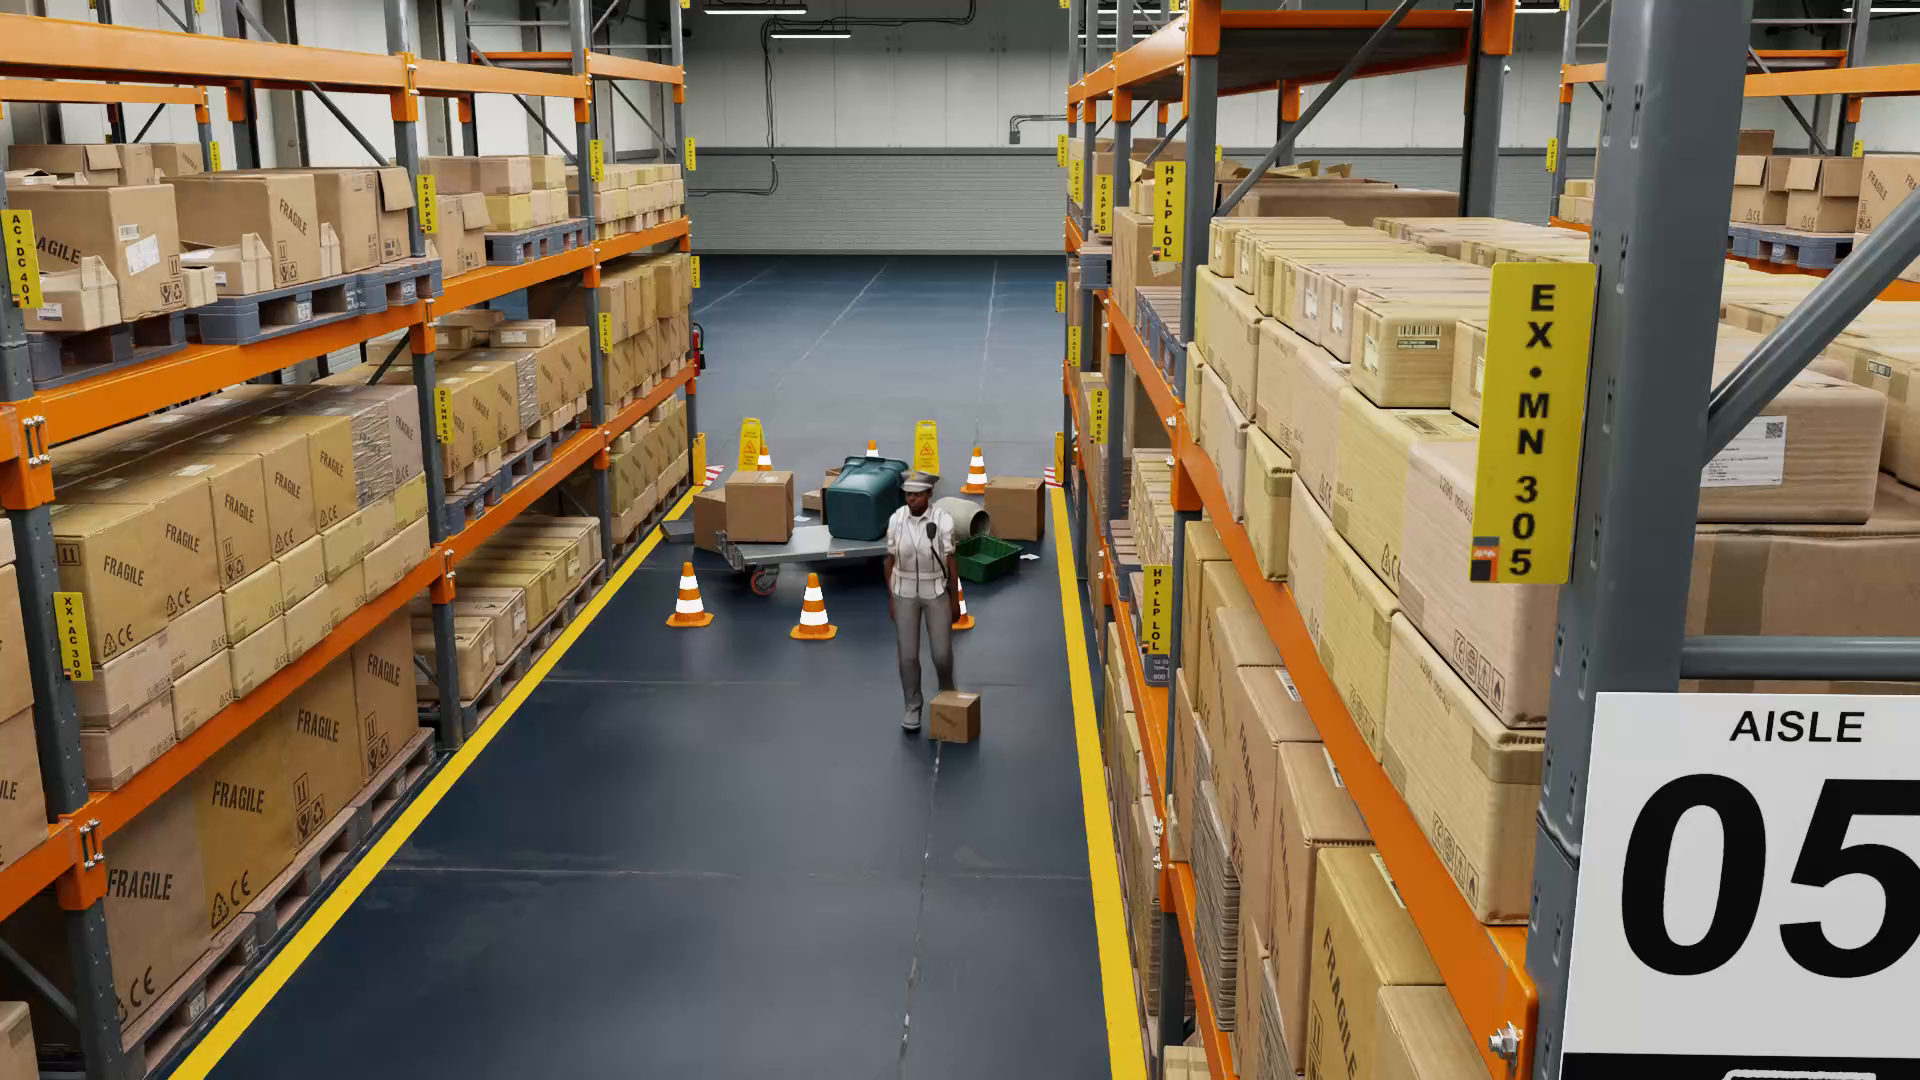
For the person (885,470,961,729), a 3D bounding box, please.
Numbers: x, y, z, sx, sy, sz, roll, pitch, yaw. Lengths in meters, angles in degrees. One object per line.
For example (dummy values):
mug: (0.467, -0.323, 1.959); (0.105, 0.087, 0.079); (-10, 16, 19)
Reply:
person: (-0.222, 0.339, 10.513); (0.475, 1.673, 0.502); (2, 14, 9)
